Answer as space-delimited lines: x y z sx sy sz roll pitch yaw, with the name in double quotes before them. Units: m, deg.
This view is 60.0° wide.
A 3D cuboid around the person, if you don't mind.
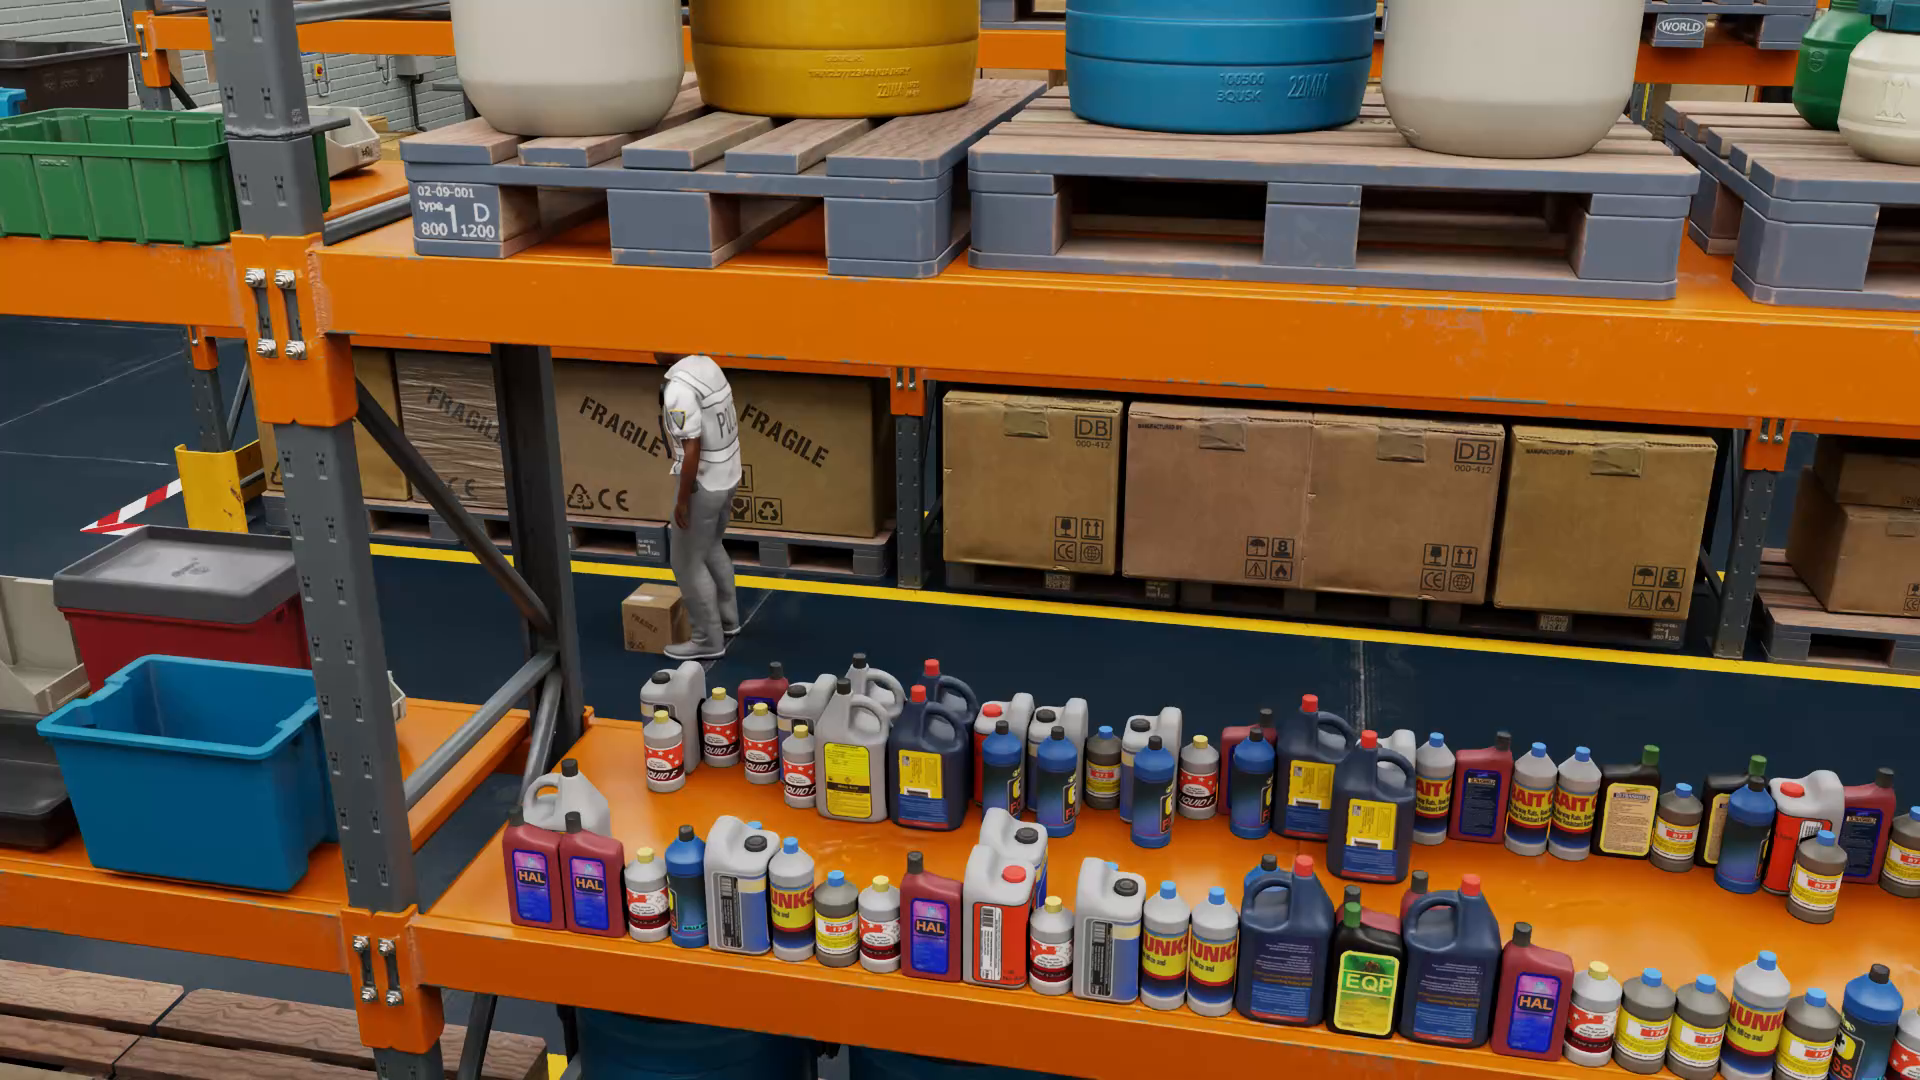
"person" -1.229 -0.258 7.739 0.400 1.657 0.515 4 22 10
